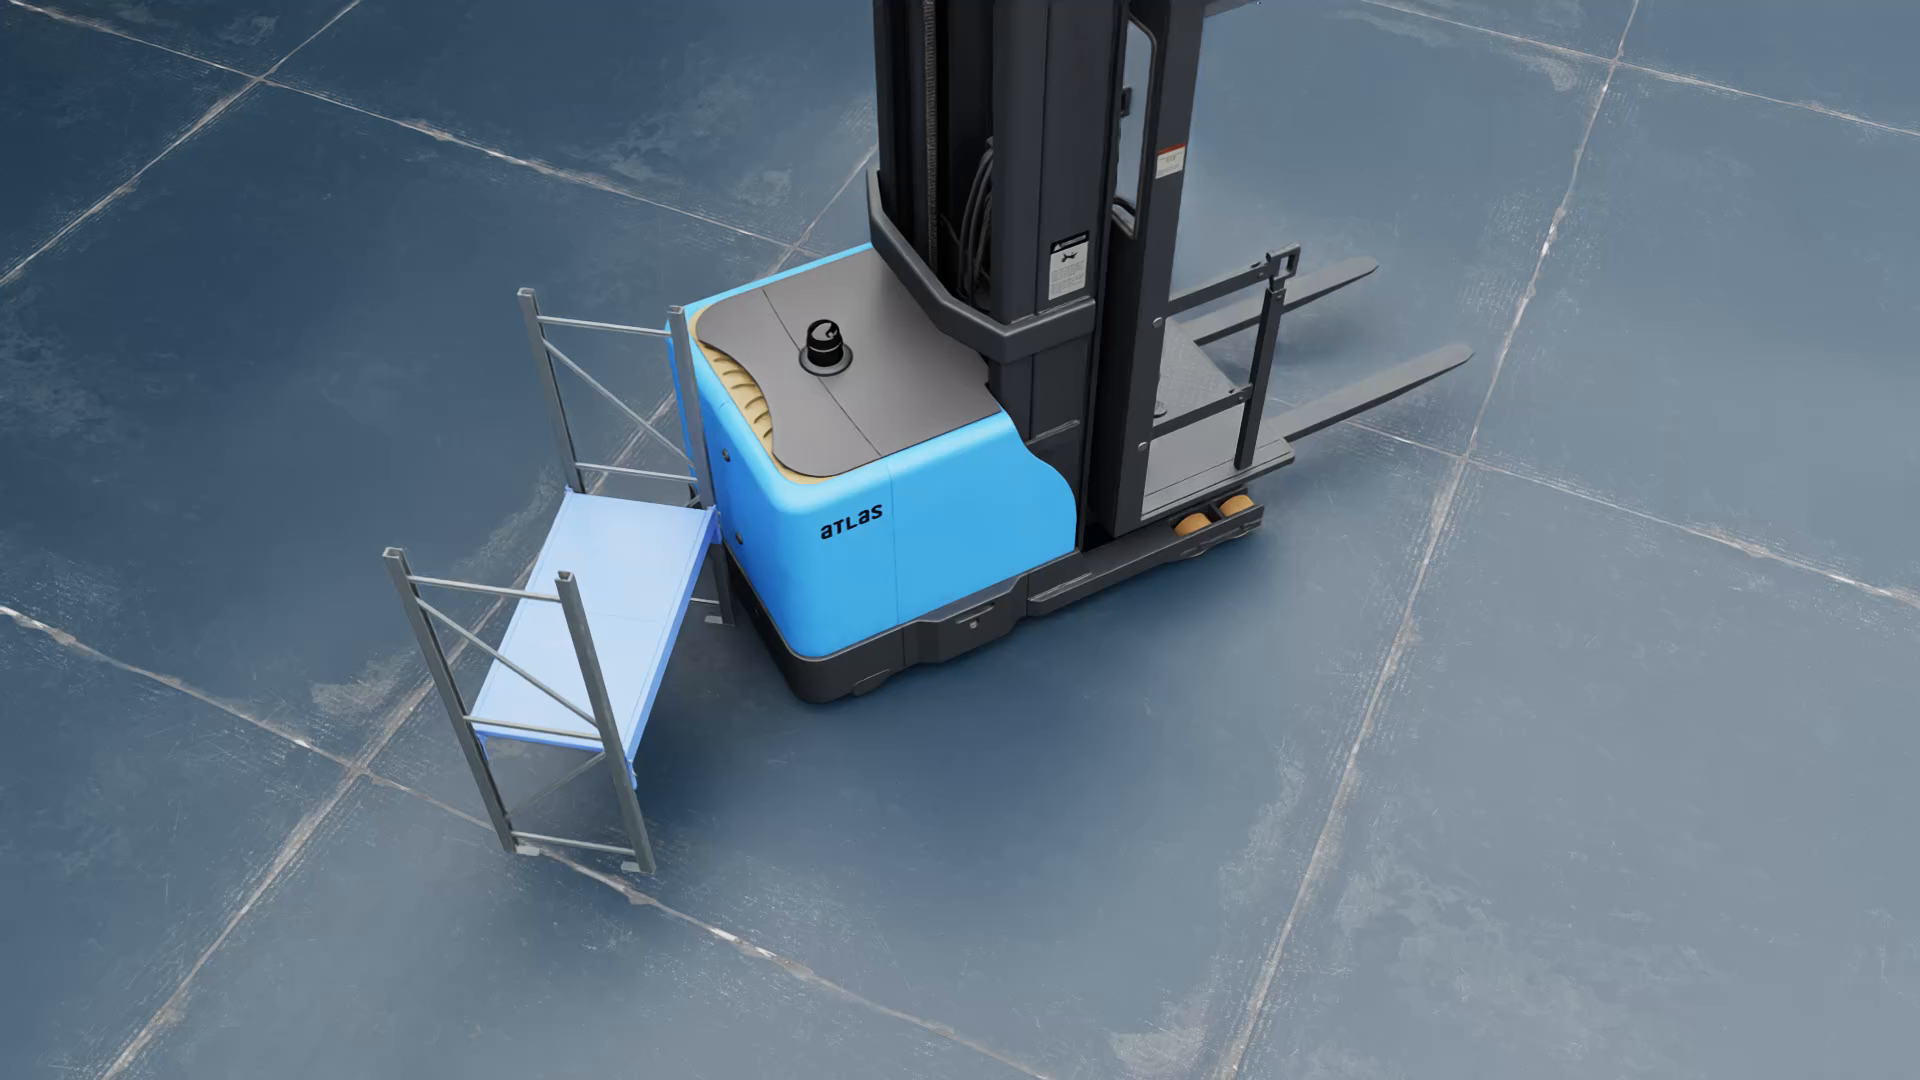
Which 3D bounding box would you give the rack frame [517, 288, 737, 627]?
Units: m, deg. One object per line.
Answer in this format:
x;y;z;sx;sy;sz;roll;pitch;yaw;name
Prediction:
-1.055;-0.216;5.449;0.500;1.500;0.032;7;50;6;rack frame

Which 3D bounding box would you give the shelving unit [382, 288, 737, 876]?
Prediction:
-1.141;0.165;5.125;0.538;1.500;1.048;7;50;6;shelving unit

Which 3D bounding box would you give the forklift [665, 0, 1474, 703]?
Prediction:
0.553;-1.220;5.364;3.031;2.935;1.130;-23;53;-18;forklift

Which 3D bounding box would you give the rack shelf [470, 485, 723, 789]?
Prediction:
-1.141;0.282;5.262;0.538;0.185;1.000;7;50;6;rack shelf

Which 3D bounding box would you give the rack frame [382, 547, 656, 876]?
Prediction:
-1.226;0.547;4.800;0.500;1.500;0.032;7;50;6;rack frame
